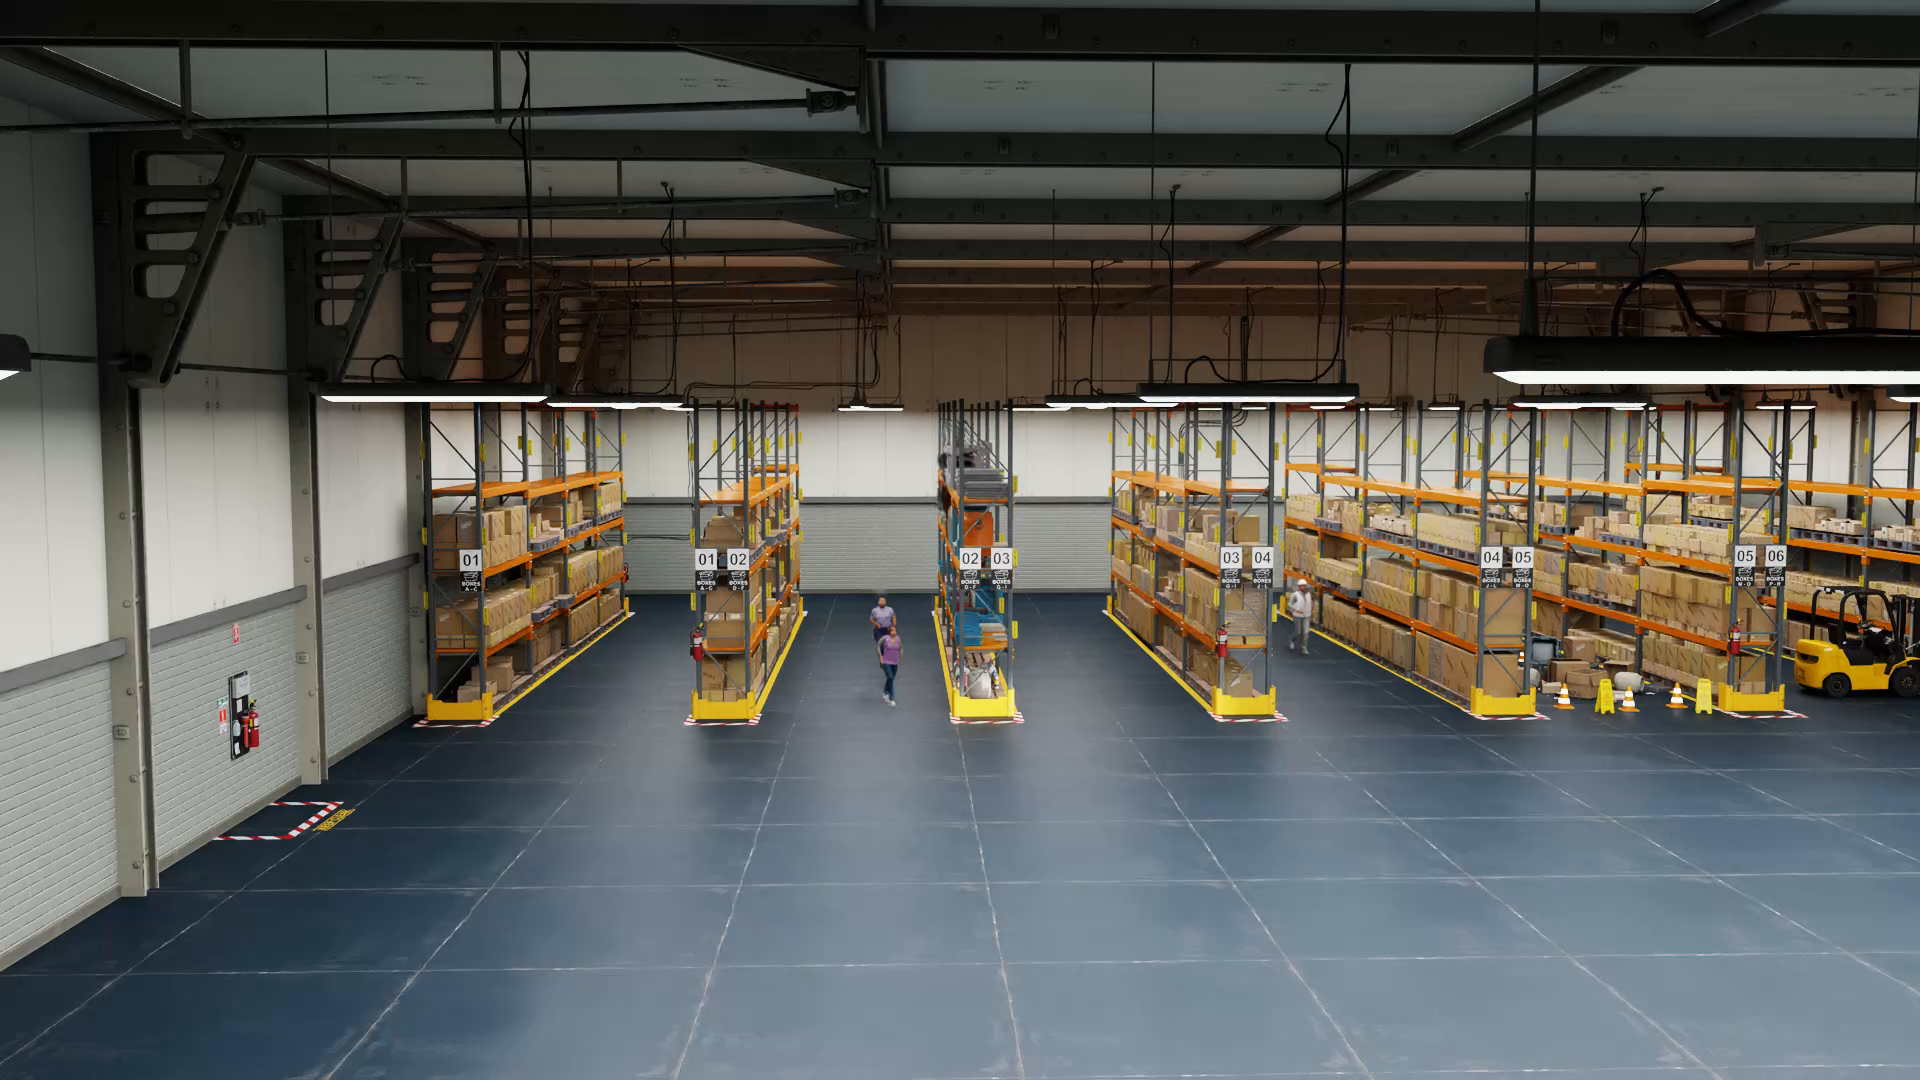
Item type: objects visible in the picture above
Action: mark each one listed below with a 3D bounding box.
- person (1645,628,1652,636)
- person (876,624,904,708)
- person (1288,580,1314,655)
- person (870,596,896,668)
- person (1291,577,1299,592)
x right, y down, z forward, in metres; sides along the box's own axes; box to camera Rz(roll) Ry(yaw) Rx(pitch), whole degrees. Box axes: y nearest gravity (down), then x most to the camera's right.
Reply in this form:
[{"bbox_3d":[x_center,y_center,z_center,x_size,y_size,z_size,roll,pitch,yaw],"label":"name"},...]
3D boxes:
[{"bbox_3d":[16.481,1.866,39.584,0.581,1.647,0.962,0,4,-4],"label":"person"},{"bbox_3d":[-1.367,2.457,32.683,0.477,1.638,0.829,-2,5,-27],"label":"person"},{"bbox_3d":[8.173,1.827,39.802,0.684,1.775,0.794,-1,4,-14],"label":"person"},{"bbox_3d":[-1.730,2.080,37.474,0.599,1.608,0.539,0,4,-4],"label":"person"},{"bbox_3d":[9.932,1.159,49.101,0.579,1.662,0.563,-3,5,-33],"label":"person"}]
